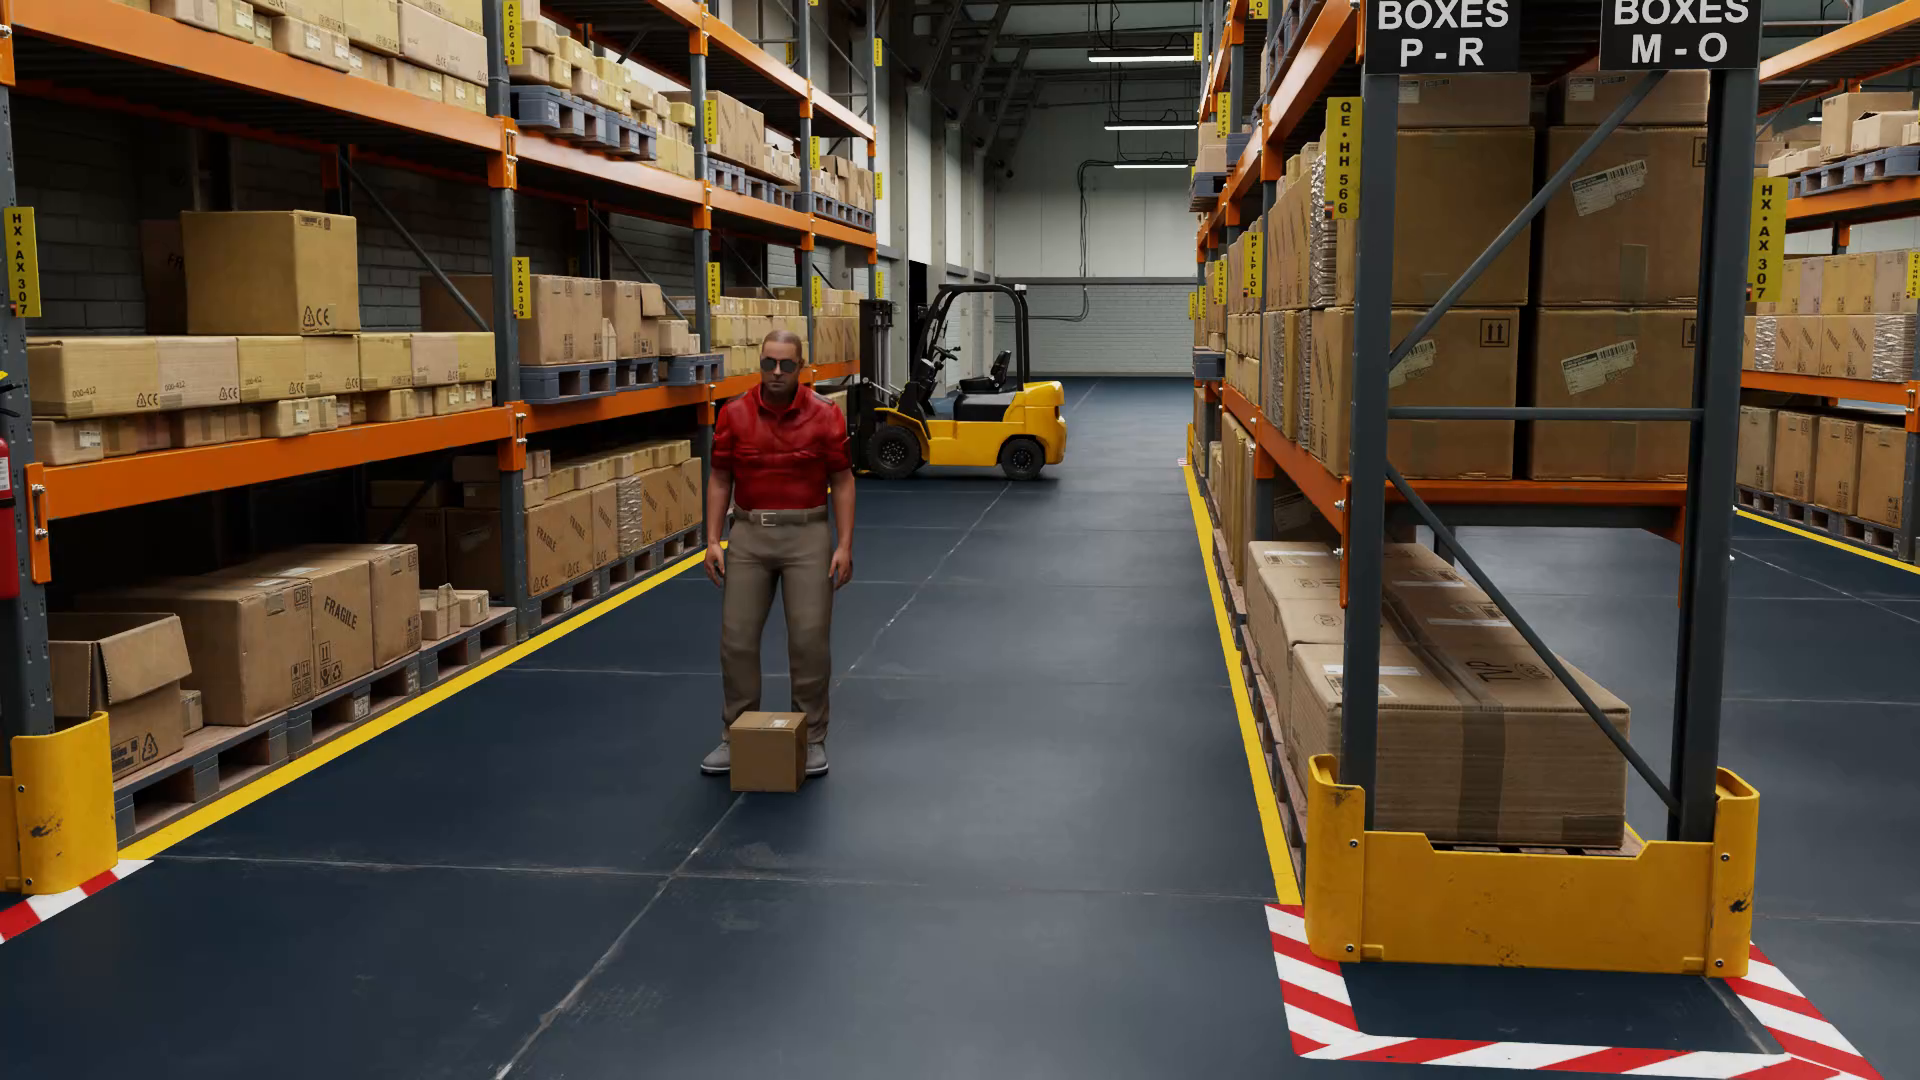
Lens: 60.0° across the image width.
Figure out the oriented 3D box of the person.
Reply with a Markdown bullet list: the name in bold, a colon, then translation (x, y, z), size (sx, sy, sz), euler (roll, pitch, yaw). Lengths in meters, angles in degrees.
- **person**: translation (-0.713, 0.042, 6.525), size (0.601, 1.726, 0.393), euler (0, 8, 3)
